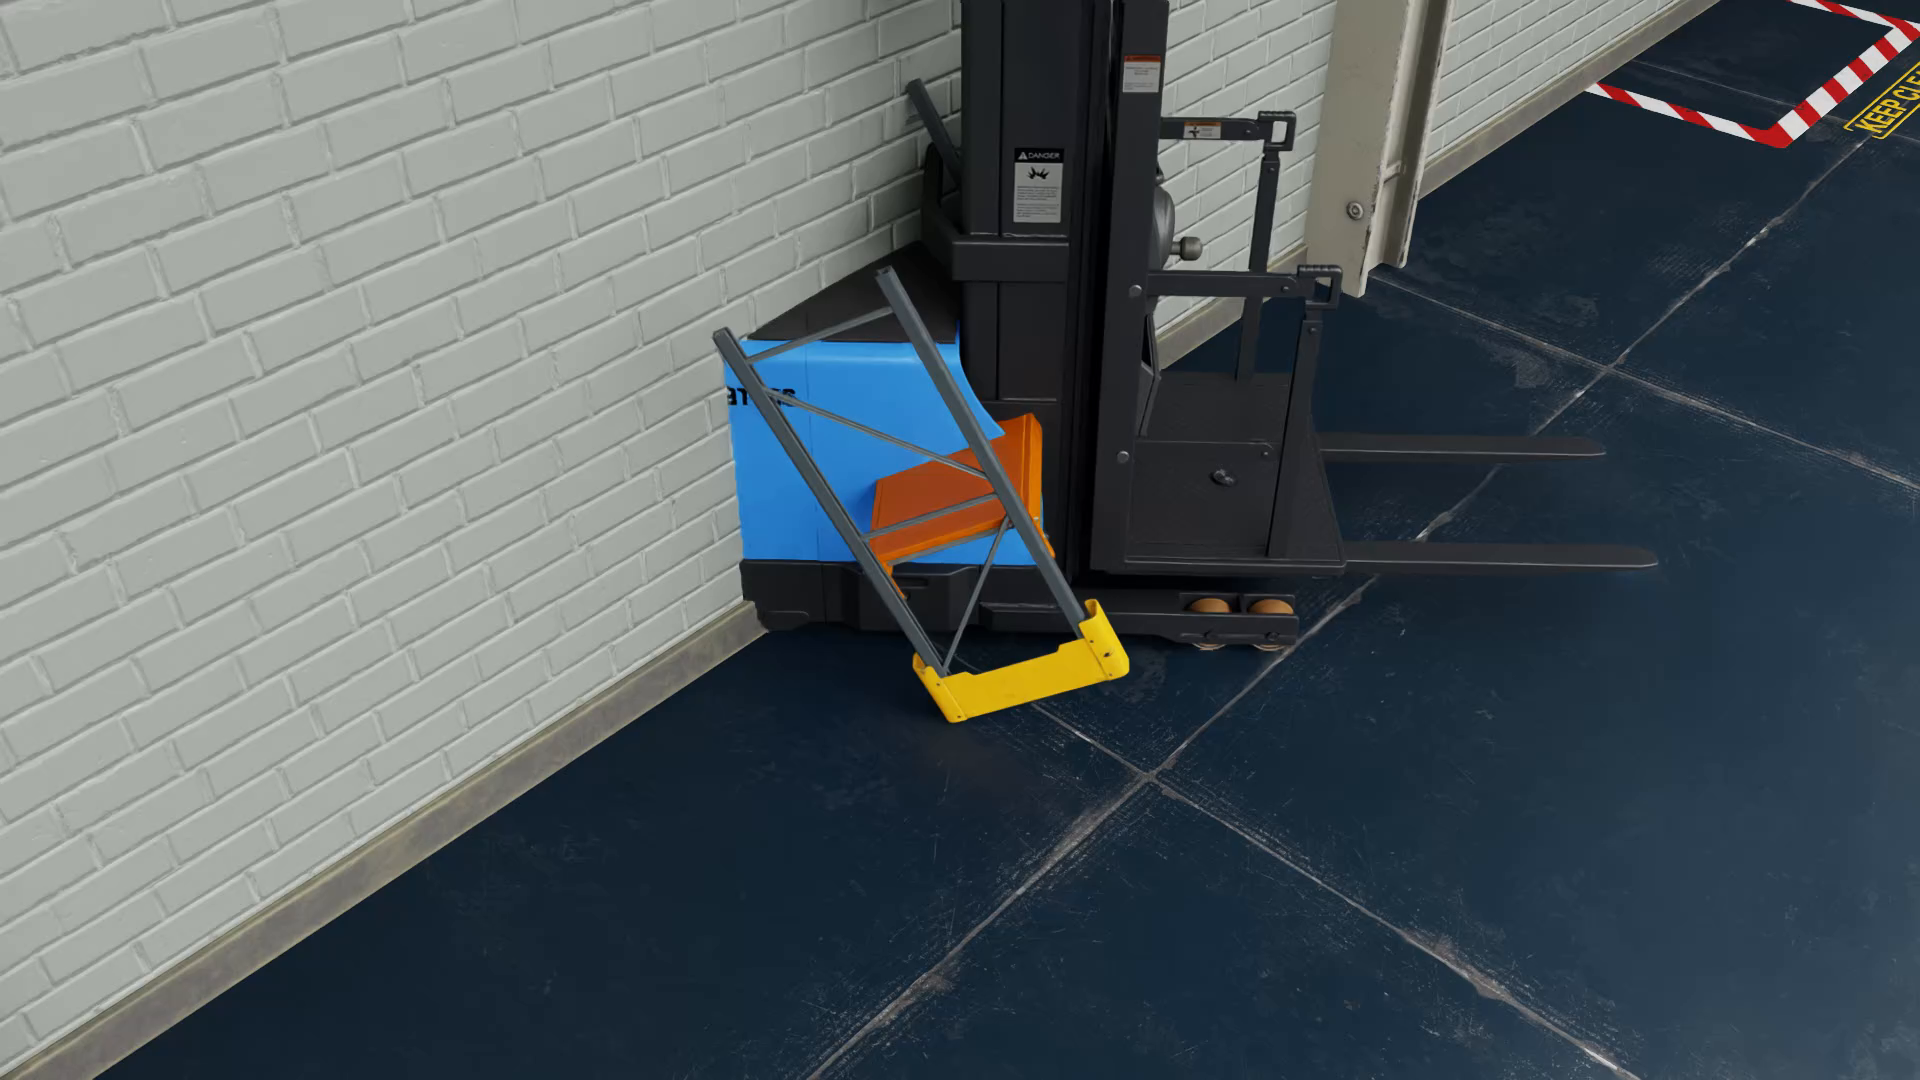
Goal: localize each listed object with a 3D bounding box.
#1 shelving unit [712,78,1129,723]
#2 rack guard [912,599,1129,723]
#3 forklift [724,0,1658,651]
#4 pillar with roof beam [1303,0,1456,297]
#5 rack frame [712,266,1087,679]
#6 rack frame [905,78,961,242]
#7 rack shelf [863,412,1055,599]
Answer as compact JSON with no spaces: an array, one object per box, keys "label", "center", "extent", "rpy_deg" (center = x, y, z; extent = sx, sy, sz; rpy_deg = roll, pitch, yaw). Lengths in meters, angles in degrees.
[{"label":"shelving unit","center":[-0.057,-0.401,4.922],"extent":[0.587,1.500,1.083],"rpy_deg":[-17,38,18]},{"label":"rack guard","center":[0.178,0.362,4.911],"extent":[0.587,0.250,0.087],"rpy_deg":[-17,38,18]},{"label":"forklift","center":[0.723,-1.133,4.820],"extent":[3.031,2.935,1.130],"rpy_deg":[1,39,1]},{"label":"pillar with roof beam","center":[4.882,-2.895,2.160],"extent":[9.100,9.000,0.400],"rpy_deg":[30,47,32]},{"label":"rack frame","center":[-0.082,-0.062,4.533],"extent":[0.500,1.500,0.032],"rpy_deg":[-17,38,18]},{"label":"rack frame","center":[-0.032,-0.729,5.298],"extent":[0.500,1.500,0.032],"rpy_deg":[-17,38,18]},{"label":"rack shelf","center":[0.018,-0.270,5.020],"extent":[0.538,0.185,1.000],"rpy_deg":[-17,38,18]}]
